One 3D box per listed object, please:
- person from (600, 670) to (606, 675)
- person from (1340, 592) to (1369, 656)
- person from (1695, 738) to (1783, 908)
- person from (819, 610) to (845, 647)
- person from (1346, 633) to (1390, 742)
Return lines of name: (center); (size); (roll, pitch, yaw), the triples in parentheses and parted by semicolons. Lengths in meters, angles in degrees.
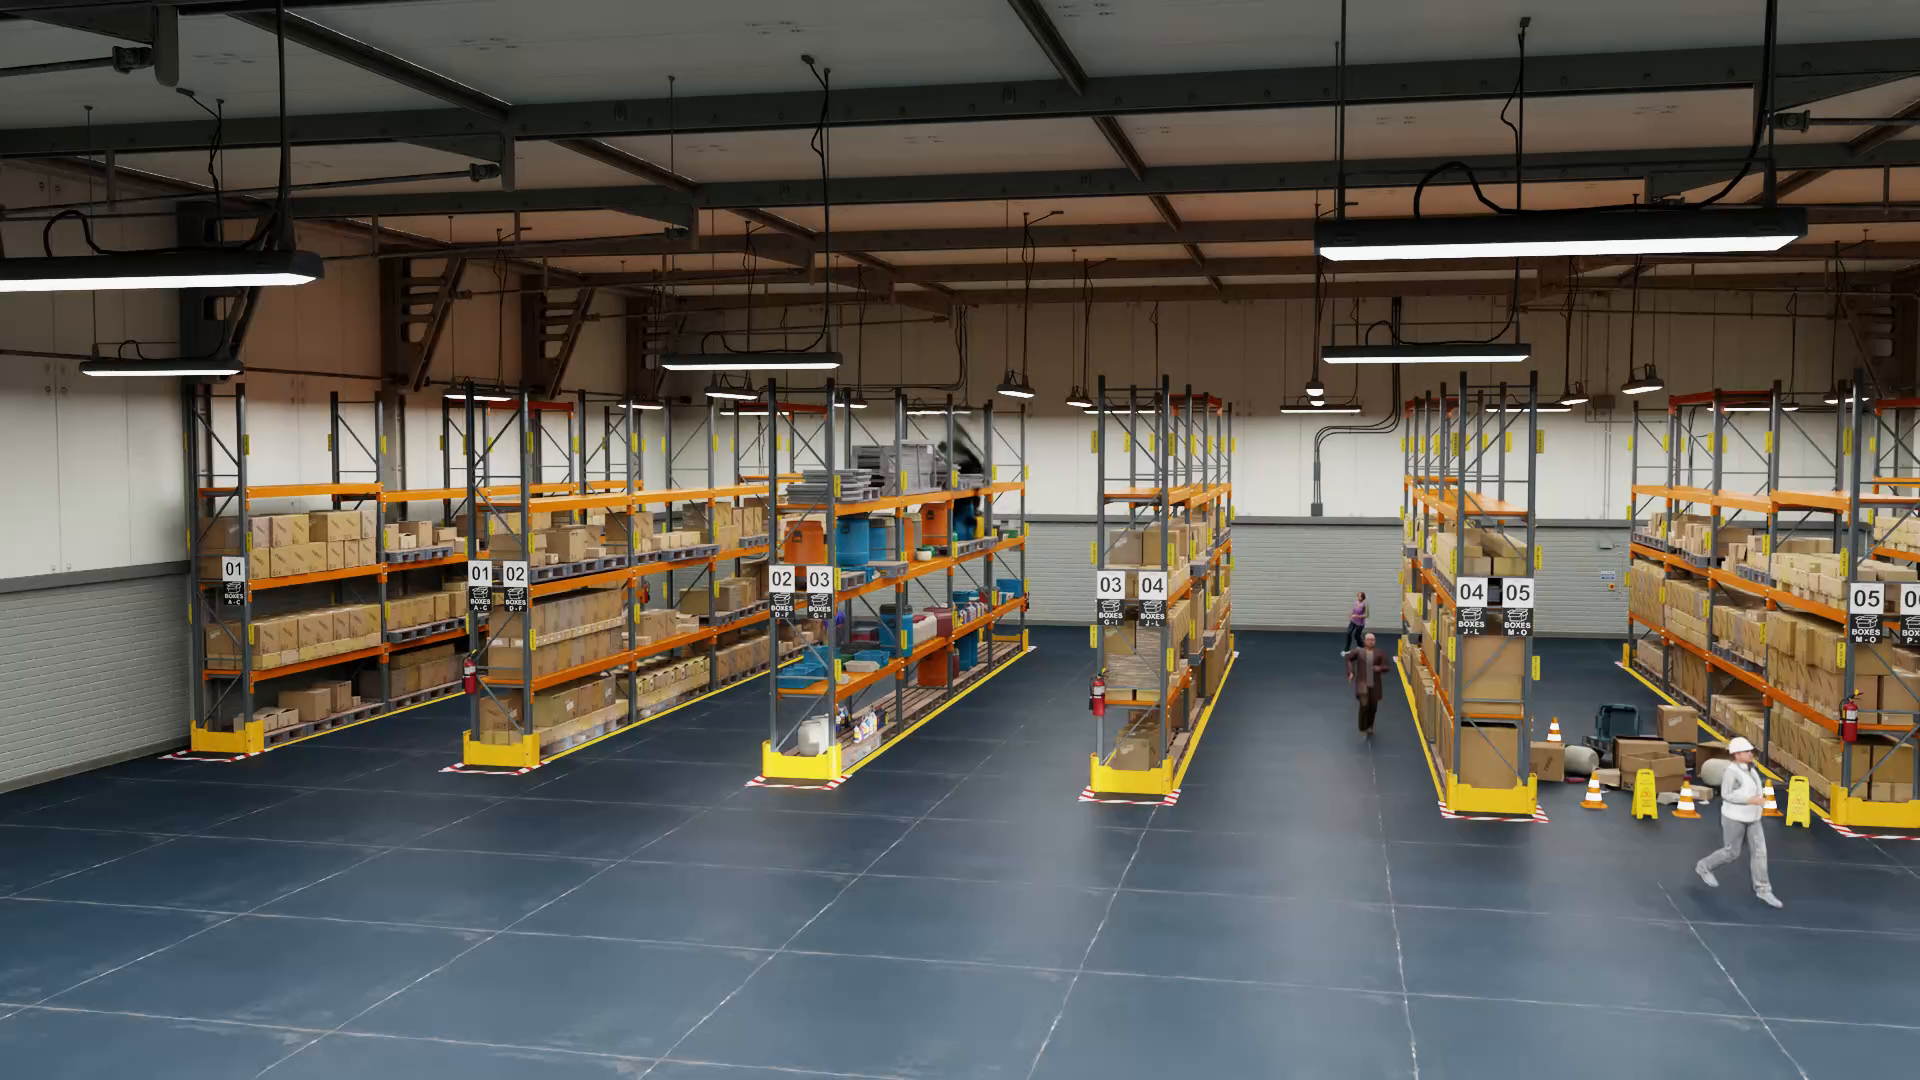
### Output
person: (-7.582, 2.140, 35.271); (0.578, 1.644, 0.869); (0, 3, -4)
person: (9.471, 1.988, 39.401); (0.736, 1.564, 0.623); (-2, 4, -35)
person: (8.565, 3.059, 18.266); (0.658, 1.789, 0.955); (-2, 4, -32)
person: (-2.550, 2.027, 33.022); (0.541, 1.757, 0.719); (0, 3, 5)
person: (6.943, 2.504, 28.265); (0.675, 1.846, 0.829); (0, 3, 3)
